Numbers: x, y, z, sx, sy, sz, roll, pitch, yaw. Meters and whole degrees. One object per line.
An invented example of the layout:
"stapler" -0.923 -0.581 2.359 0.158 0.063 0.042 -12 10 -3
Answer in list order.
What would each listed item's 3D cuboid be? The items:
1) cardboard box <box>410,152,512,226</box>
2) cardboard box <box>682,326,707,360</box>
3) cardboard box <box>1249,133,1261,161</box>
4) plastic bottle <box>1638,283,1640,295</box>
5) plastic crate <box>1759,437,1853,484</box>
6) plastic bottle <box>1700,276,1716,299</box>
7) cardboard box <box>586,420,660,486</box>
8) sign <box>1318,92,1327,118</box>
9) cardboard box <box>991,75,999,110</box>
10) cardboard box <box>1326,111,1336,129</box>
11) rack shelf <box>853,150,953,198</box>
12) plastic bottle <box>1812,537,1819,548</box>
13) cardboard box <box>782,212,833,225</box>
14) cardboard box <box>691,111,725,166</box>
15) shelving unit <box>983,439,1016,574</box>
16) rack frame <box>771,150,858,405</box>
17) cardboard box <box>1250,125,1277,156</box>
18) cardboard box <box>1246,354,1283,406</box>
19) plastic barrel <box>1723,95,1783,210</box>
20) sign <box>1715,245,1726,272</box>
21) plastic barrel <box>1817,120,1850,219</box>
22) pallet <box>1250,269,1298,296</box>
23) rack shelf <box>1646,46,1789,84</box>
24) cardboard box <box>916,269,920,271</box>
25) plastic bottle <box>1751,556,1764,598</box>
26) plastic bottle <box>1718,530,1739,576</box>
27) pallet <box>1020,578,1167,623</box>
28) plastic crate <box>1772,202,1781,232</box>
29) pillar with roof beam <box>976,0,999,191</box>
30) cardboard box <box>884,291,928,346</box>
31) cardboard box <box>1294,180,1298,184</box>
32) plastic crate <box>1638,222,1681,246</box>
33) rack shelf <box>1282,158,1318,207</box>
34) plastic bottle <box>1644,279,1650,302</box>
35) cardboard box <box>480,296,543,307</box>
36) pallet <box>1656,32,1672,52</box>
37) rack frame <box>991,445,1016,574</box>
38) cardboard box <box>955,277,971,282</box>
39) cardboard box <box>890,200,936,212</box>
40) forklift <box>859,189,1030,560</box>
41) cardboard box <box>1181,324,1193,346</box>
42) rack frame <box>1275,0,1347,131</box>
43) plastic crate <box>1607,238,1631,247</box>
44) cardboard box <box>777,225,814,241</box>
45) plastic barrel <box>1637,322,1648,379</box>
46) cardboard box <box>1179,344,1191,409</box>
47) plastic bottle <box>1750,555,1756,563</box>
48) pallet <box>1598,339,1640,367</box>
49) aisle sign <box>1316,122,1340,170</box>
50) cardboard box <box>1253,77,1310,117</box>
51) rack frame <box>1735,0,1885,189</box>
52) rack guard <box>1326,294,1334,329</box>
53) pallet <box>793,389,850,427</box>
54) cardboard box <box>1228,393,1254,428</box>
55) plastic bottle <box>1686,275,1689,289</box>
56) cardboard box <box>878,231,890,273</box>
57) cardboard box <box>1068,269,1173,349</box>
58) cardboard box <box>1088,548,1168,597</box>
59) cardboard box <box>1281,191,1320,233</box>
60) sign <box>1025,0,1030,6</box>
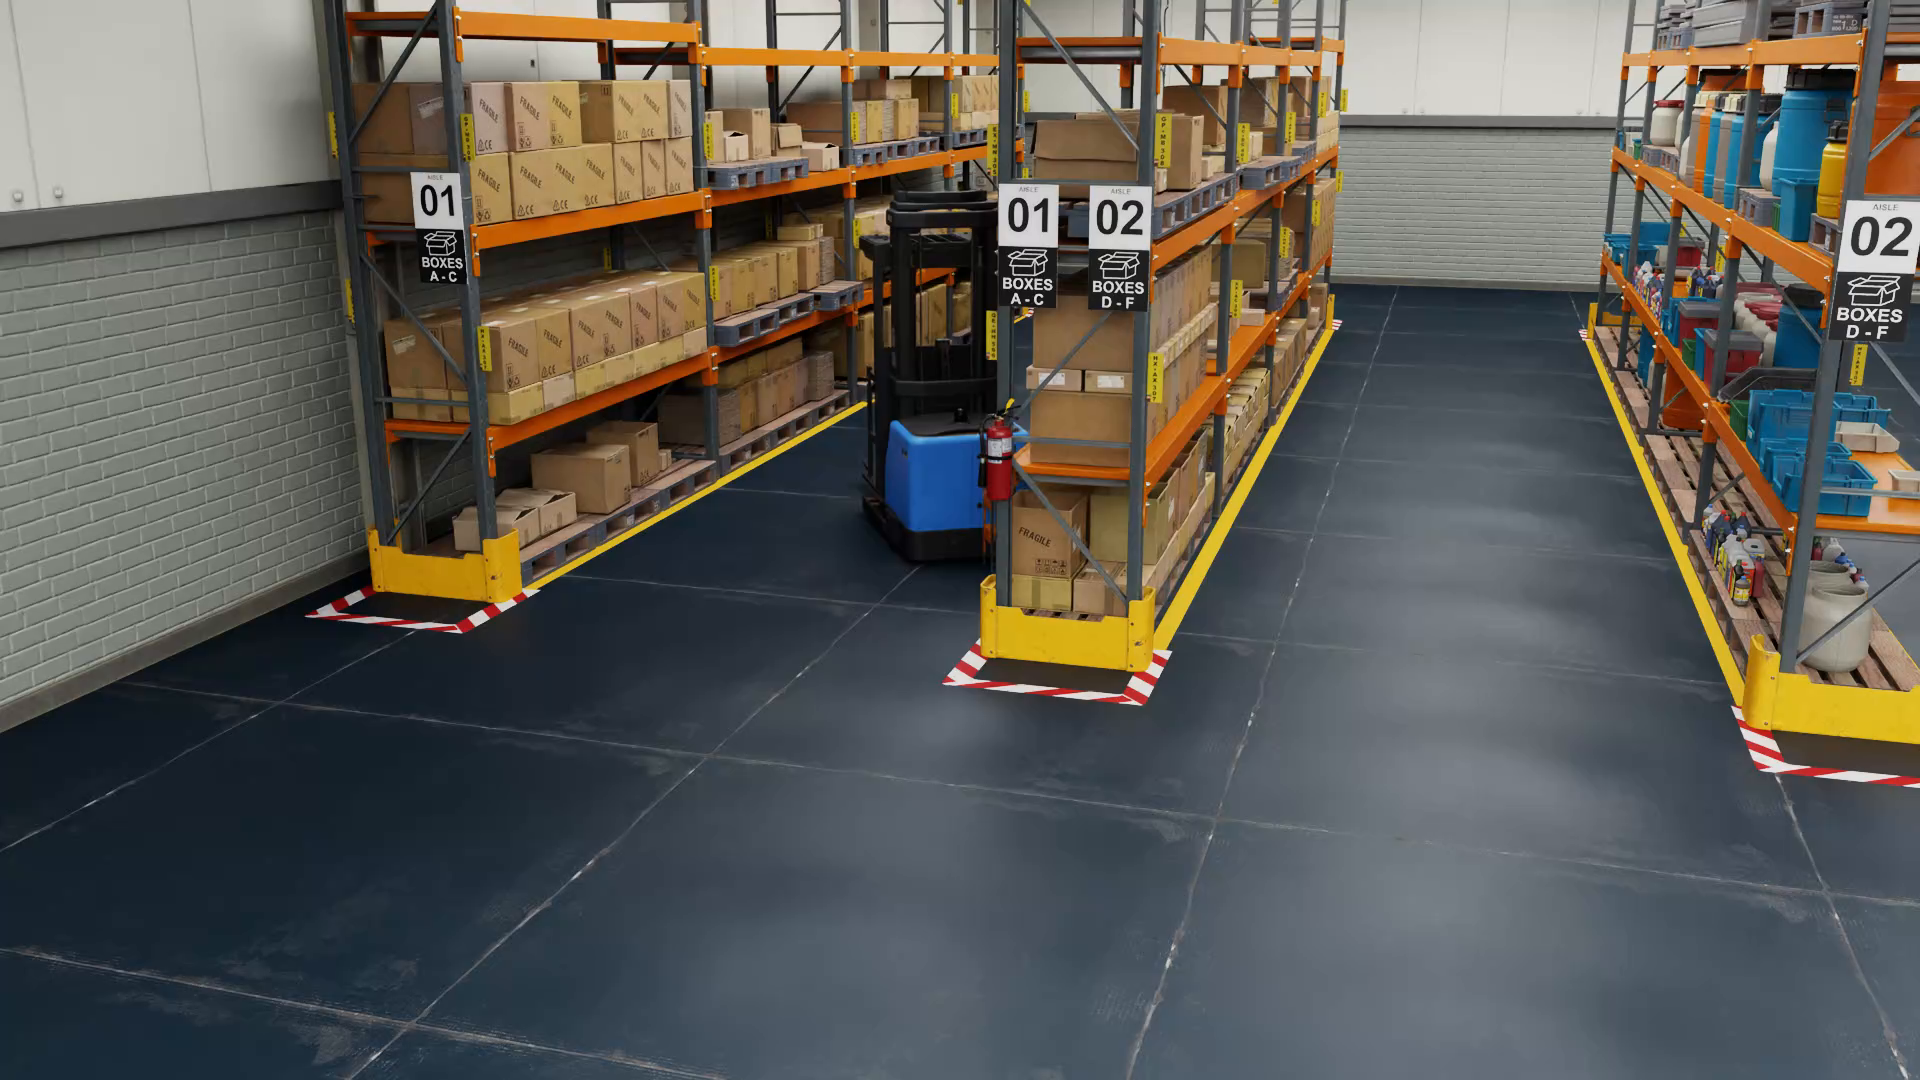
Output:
"cardboard box" -3.675 -2.598 12.275 0.500 0.500 0.500 5 17 17
"cardboard box" -2.717 -1.866 15.648 0.500 0.250 0.500 5 16 16
"cardboard box" 2.808 -4.050 17.120 0.500 0.250 0.500 5 17 17
"plastic bottle" 8.184 -3.038 19.908 0.097 0.201 0.097 0 16 0
"plastic crate" 5.534 -0.513 10.913 0.499 0.251 0.408 5 16 16
"plastic bottle" 8.454 -2.799 18.791 0.144 0.351 0.185 5 16 16
"cardboard box" -3.130 -0.810 15.462 0.500 0.500 0.500 3 16 12
"sign" 4.684 -5.624 21.496 0.100 0.325 0.005 5 16 16
"cardboard box" 0.298 -6.717 24.964 0.500 0.500 0.500 4 16 13
"cardboard box" 5.244 -6.158 24.405 0.500 0.250 0.500 5 16 16
"rack shelf" -1.168 -4.742 21.373 1.077 0.370 4.000 5 16 16
"plastic bottle" 6.467 0.112 12.608 0.061 0.283 0.133 5 16 16
"cardboard box" -1.856 -3.822 20.169 0.500 0.250 0.500 5 17 17
"cardboard box" -2.641 -3.906 16.152 0.500 0.500 0.500 7 17 24
"shelving unit" 0.317 -0.275 13.373 0.215 1.050 0.252 -4 16 -13
"rack frame" -1.736 -3.122 19.839 1.000 3.000 0.127 5 16 16
"cardboard box" 3.106 -4.347 18.477 0.910 0.500 0.500 5 16 16
"cardboard box" 3.418 -1.845 19.111 0.500 0.500 0.500 5 17 18
"plastic barrel" 6.562 -3.141 13.492 0.600 0.901 0.708 5 16 16
"sign" 9.426 -3.490 20.630 0.100 0.325 0.005 5 16 16
"plastic barrel" 5.691 -2.304 10.346 0.600 0.588 0.600 0 16 0
"pallet" 3.562 -3.156 20.310 1.003 0.211 1.213 5 16 16
"rack shelf" 8.331 -5.225 18.310 1.077 0.370 4.000 5 16 16
"cardboard box" -0.742 -3.682 22.238 0.380 0.149 0.250 5 16 16
"plastic bottle" 5.791 0.264 12.072 0.061 0.283 0.133 5 16 16
"plastic bottle" 5.824 0.095 12.545 0.144 0.351 0.185 4 16 15
"pallet" 0.918 0.492 12.207 1.003 0.211 1.213 5 16 16
"plastic crate" 5.916 -2.257 11.680 0.336 0.188 0.450 5 16 16
"pillar with roof beam" 4.603 -8.541 27.950 9.100 9.000 0.400 5 16 16
"cardboard box" -0.909 -2.923 22.309 0.750 0.750 0.750 5 17 18
"cardboard box" 4.767 -5.128 24.896 0.500 0.500 0.500 5 17 16
"plastic crate" 10.120 -4.391 24.137 0.616 0.435 0.499 5 16 16
"rack shelf" 3.583 -4.359 20.022 1.077 0.370 4.000 5 16 16
"plastic bottle" 7.986 -2.890 19.258 0.097 0.271 0.097 0 16 0
"cardboard box" -3.784 -1.734 13.808 0.500 0.500 0.500 4 16 14
"pallet" 8.693 -5.784 19.310 1.003 0.211 1.213 5 16 16
"rack frame" 0.347 -0.242 13.259 0.200 1.050 0.008 -4 16 -13
"cardboard box" 0.132 -3.880 25.133 0.380 0.149 0.250 4 16 14
"cardboard box" -0.642 -4.455 22.400 0.500 0.250 0.500 5 17 17
"forklift" -0.262 -1.604 14.611 1.130 2.935 3.031 -4 16 -13
"cardboard box" 1.643 -1.633 13.216 0.380 0.149 0.250 5 17 17
"rack frame" 5.288 -7.718 25.049 1.000 3.000 0.127 5 16 16
"plastic crate" 9.463 -4.184 23.779 0.416 0.233 0.300 5 16 16
"cardboard box" -1.883 -3.516 19.050 0.380 0.149 0.250 2 16 7
"plastic barrel" 8.728 -2.452 20.552 0.600 0.901 0.708 5 16 16
"cardboard box" 1.467 -1.354 13.424 0.700 0.500 0.500 5 17 17
"plastic bottle" 5.899 0.214 12.401 0.097 0.201 0.097 0 16 0
"pallet" 9.416 -2.574 23.018 1.003 0.211 1.213 5 16 16
"aisle sign" 5.601 -6.077 25.492 0.394 0.787 0.004 5 16 16
"cardboard box" 4.252 -5.888 22.077 0.700 0.500 0.500 5 16 16
"rack frame" 6.625 -4.193 12.622 1.000 3.000 0.127 5 16 16
"rack guard" 5.266 -3.609 26.138 1.175 0.500 0.348 5 16 16
"pallet" -1.960 -1.576 19.499 1.003 0.211 1.213 5 16 16
"cardboard box" 2.669 -1.332 16.772 0.500 0.311 0.500 5 17 17
"plastic bottle" 8.972 -3.181 20.412 0.097 0.201 0.097 0 16 0
"cardboard box" -1.195 -3.566 20.641 0.500 0.500 0.500 5 17 18
"cardboard box" 1.187 -1.723 12.346 0.700 0.500 0.500 5 16 16
"cardboard box" 1.245 0.221 12.323 0.500 0.250 0.500 5 16 16
"cardboard box" 4.555 -4.416 22.385 0.500 0.500 0.500 5 17 17
"sign" 1.053 -8.543 26.100 0.100 0.325 0.005 5 16 16
